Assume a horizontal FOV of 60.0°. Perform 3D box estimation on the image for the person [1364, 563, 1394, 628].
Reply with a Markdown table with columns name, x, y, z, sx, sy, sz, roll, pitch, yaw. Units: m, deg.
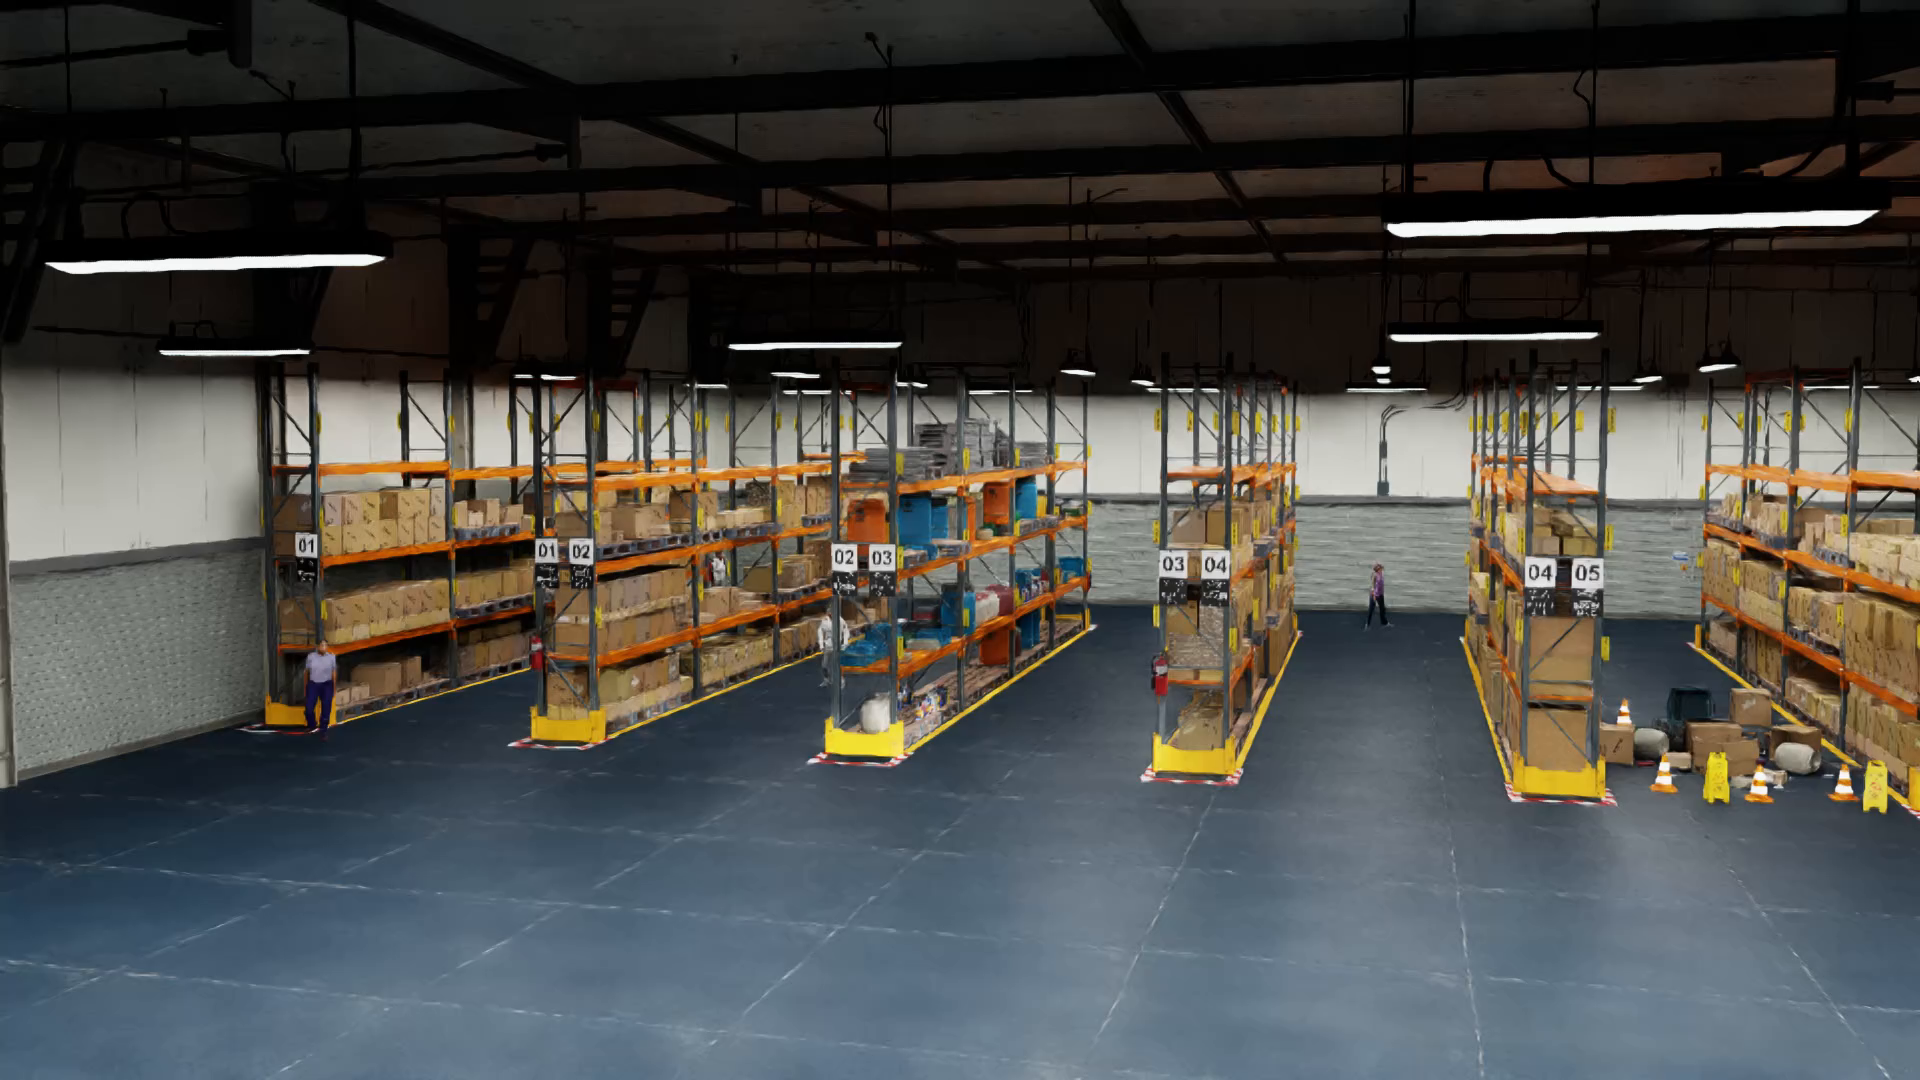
| name | x | y | z | sx | sy | sz | roll | pitch | yaw |
| --- | --- | --- | --- | --- | --- | --- | --- | --- | --- |
| person | 10.197 | 1.346 | 40.546 | 0.638 | 1.588 | 0.531 | -3 | 5 | -38 |

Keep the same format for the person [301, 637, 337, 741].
| name | x | y | z | sx | sy | sz | roll | pitch | yaw |
| --- | --- | --- | --- | --- | --- | --- | --- | --- | --- |
| person | -10.135 | 2.341 | 26.286 | 0.554 | 1.638 | 0.536 | -2 | 4 | -23 |

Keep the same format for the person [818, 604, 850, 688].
| name | x | y | z | sx | sy | sz | roll | pitch | yaw |
| --- | --- | --- | --- | --- | --- | --- | --- | --- | --- |
| person | -2.383 | 1.993 | 31.337 | 0.639 | 1.628 | 0.506 | 1 | 4 | 13 |

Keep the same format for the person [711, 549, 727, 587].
| name | x | y | z | sx | sy | sz | roll | pitch | yaw |
| --- | --- | --- | --- | --- | --- | --- | --- | --- | --- |
| person | -6.387 | 1.079 | 43.988 | 0.490 | 1.675 | 0.510 | -4 | 5 | -41 |
